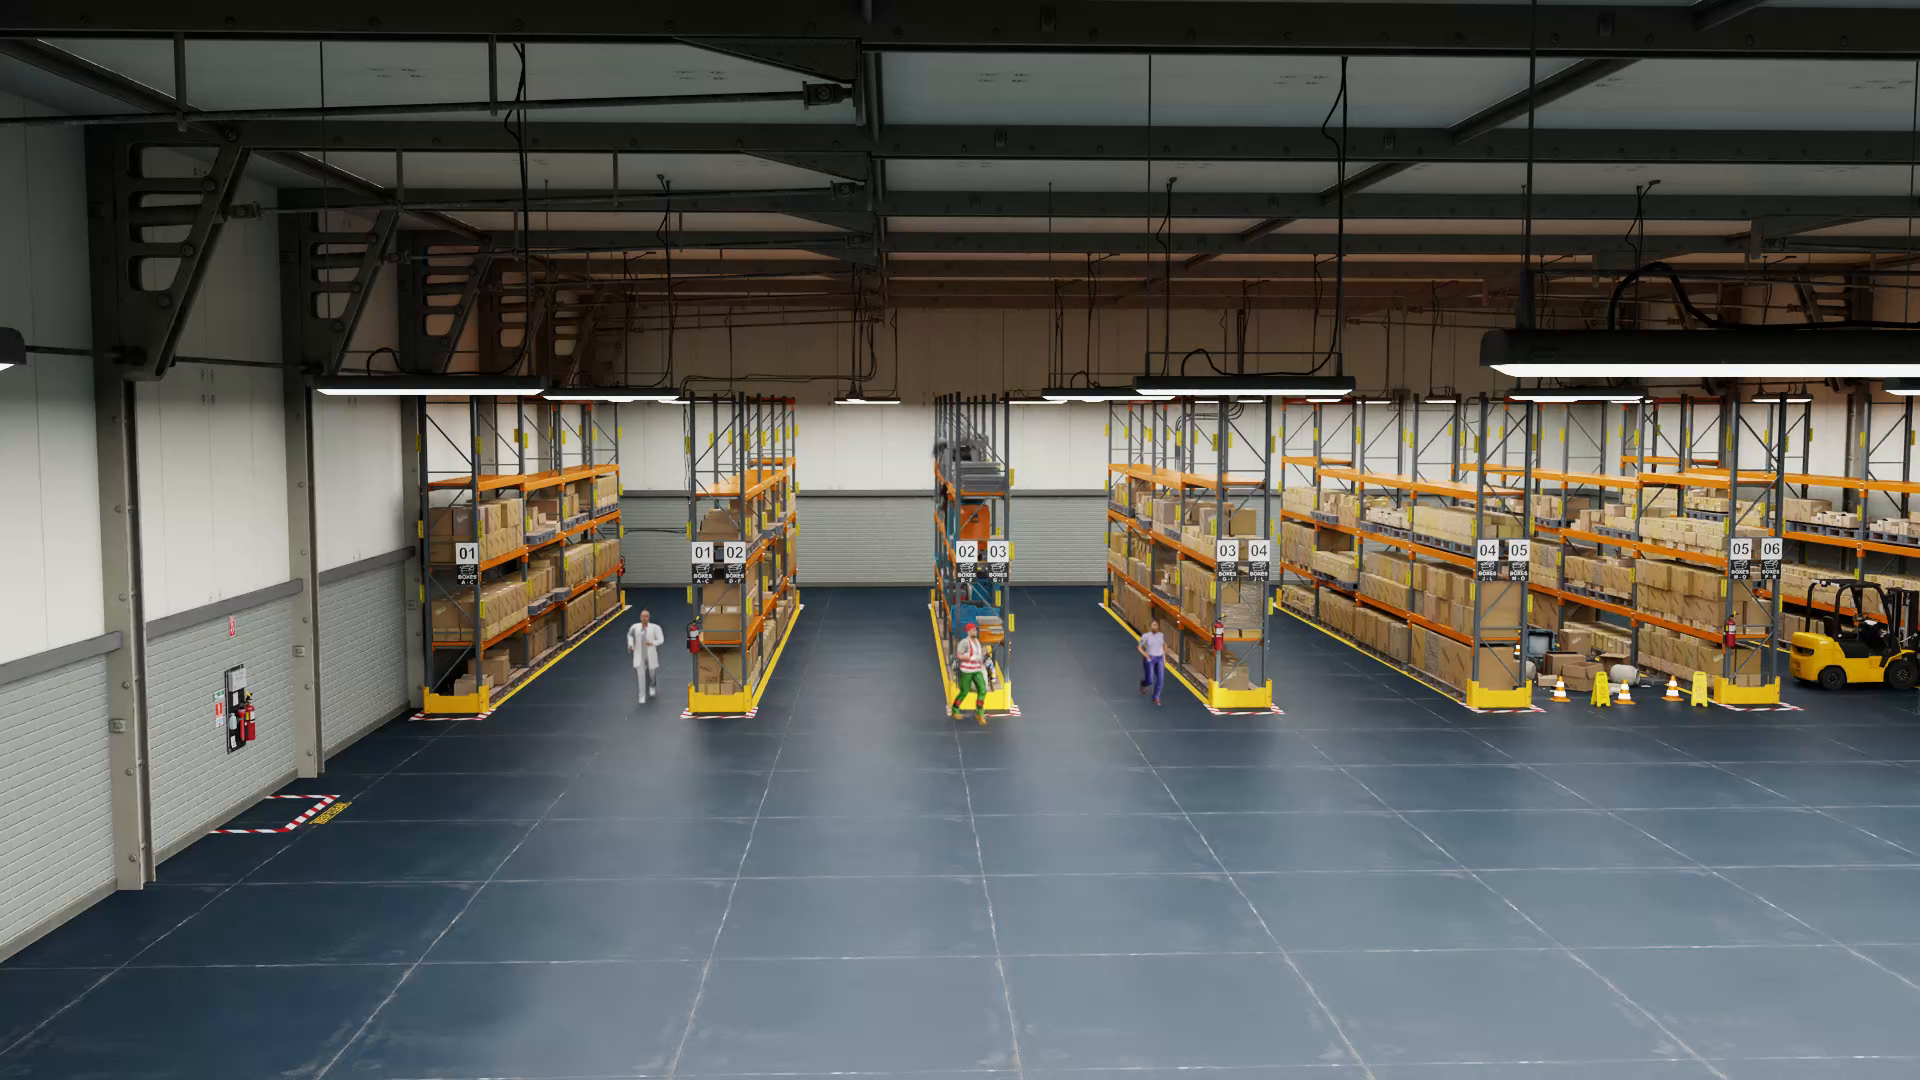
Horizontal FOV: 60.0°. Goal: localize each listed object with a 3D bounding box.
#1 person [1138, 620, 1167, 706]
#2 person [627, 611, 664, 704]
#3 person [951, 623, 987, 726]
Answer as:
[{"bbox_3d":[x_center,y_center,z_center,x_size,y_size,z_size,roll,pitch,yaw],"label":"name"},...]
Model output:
[{"bbox_3d":[3.744,2.352,32.214,0.609,1.622,0.731,-1,5,-14],"label":"person"},{"bbox_3d":[-6.103,2.244,32.238,0.724,1.760,1.021,0,5,-5],"label":"person"},{"bbox_3d":[0.191,2.374,30.084,0.748,1.759,0.667,4,6,43],"label":"person"}]
